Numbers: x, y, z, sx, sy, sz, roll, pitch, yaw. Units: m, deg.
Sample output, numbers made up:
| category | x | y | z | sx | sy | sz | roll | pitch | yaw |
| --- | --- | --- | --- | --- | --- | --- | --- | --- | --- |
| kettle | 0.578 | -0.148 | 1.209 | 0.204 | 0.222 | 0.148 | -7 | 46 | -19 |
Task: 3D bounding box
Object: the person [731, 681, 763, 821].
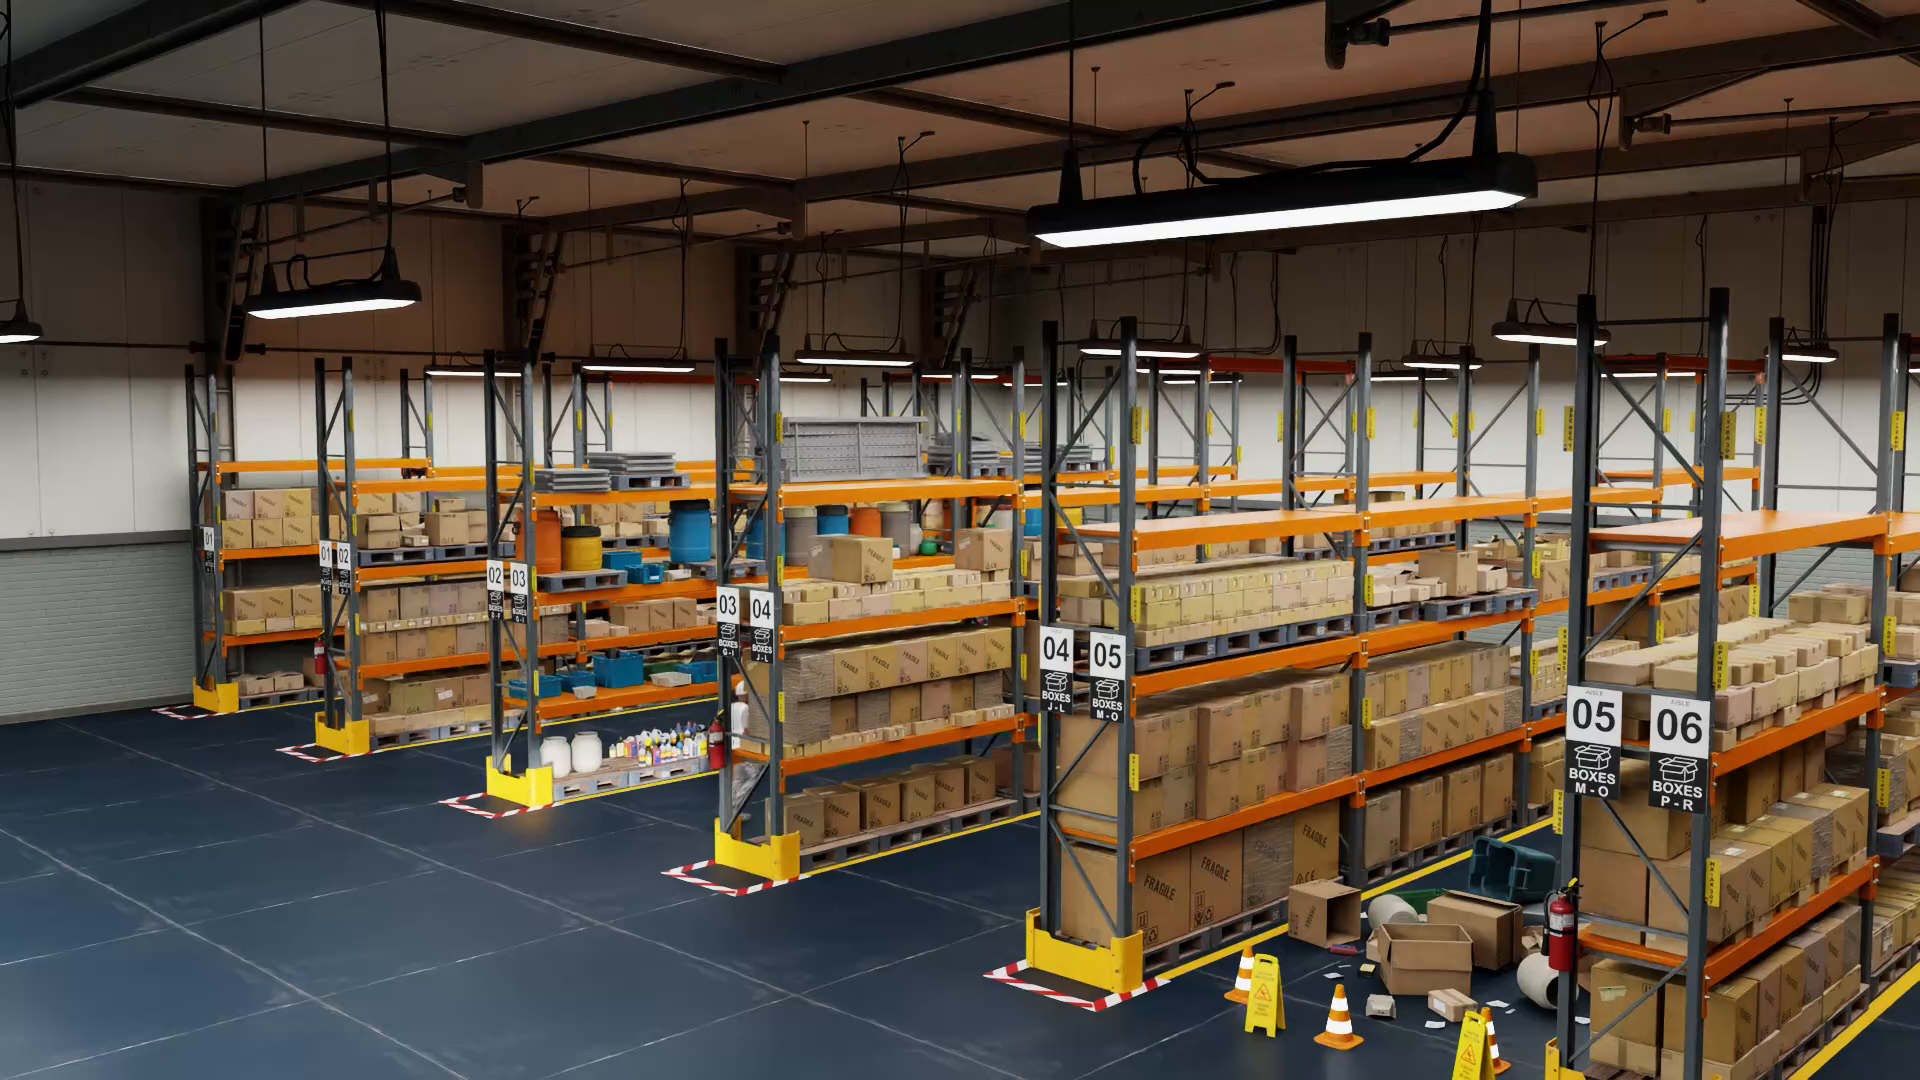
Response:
| category | x | y | z | sx | sy | sz | roll | pitch | yaw |
| --- | --- | --- | --- | --- | --- | --- | --- | --- | --- |
| person | -2.770 | 2.637 | 20.957 | 0.458 | 1.716 | 0.598 | -3 | 5 | -37 |
